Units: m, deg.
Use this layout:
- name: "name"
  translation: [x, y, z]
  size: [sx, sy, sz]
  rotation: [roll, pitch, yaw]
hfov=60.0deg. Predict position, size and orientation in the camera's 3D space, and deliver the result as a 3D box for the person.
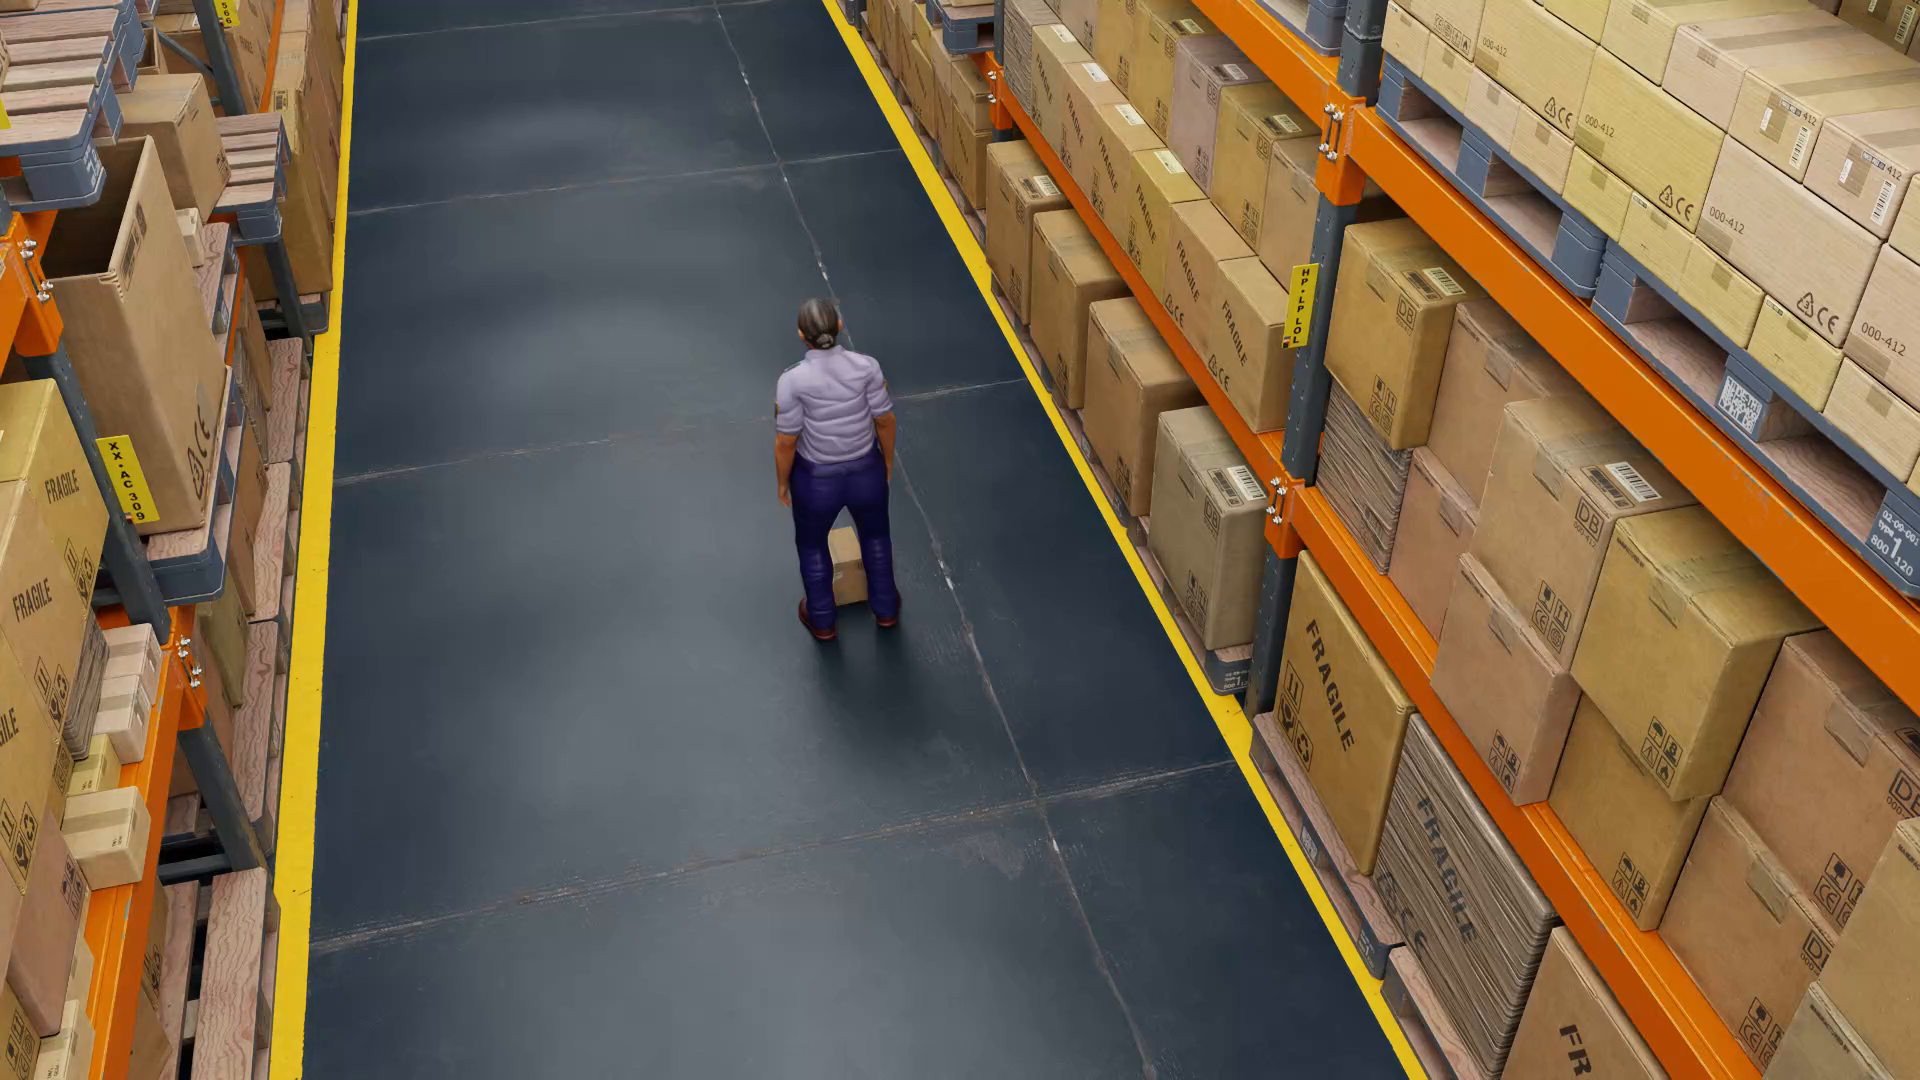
- name: "person"
  translation: [-0.513, -0.276, 7.069]
  size: [0.555, 1.650, 0.370]
  rotation: [-12, 40, -14]
